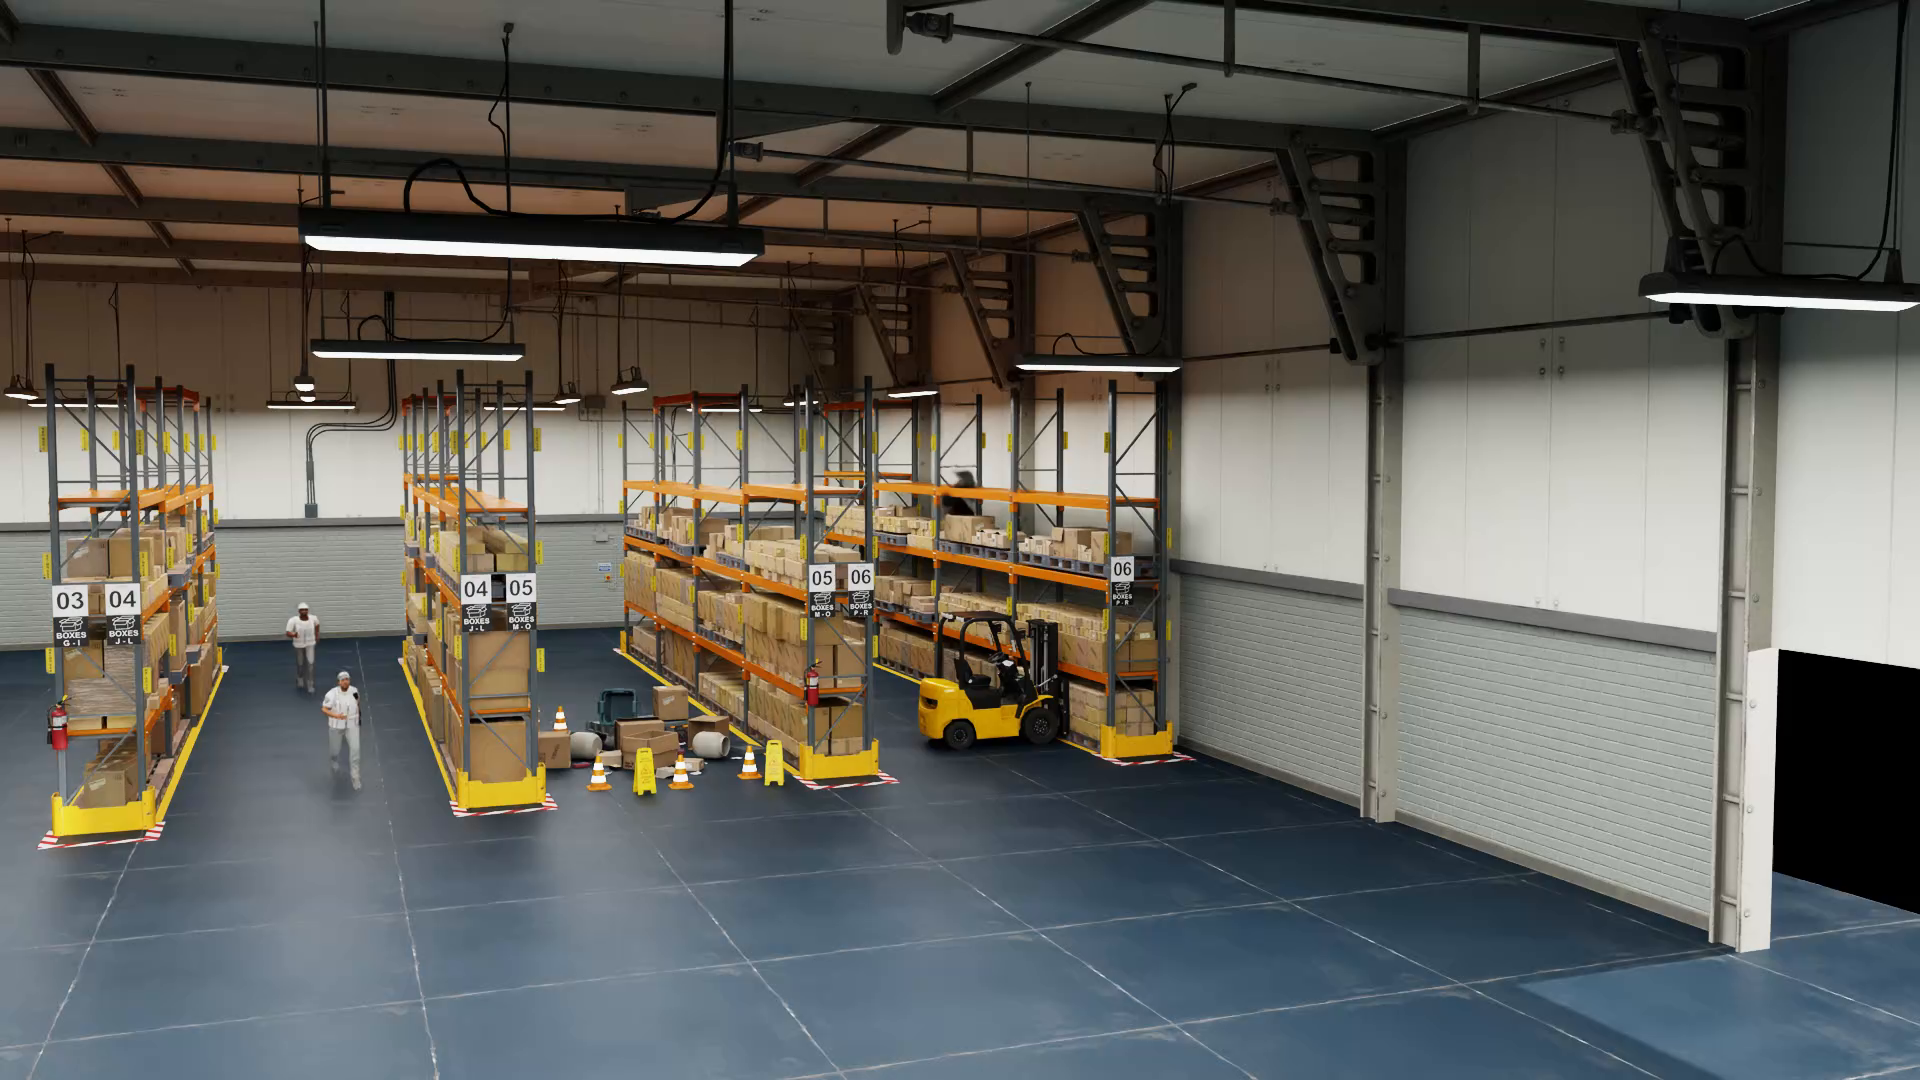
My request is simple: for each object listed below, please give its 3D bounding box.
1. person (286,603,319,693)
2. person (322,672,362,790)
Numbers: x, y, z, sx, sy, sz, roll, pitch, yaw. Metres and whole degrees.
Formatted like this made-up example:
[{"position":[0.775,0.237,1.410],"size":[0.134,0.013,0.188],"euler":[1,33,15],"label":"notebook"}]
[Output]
[{"position":[-13.244,2.151,33.533],"size":[0.640,1.796,0.890],"euler":[-1,4,-24],"label":"person"},{"position":[-9.061,2.767,24.385],"size":[0.574,1.672,1.086],"euler":[-2,4,-30],"label":"person"}]
